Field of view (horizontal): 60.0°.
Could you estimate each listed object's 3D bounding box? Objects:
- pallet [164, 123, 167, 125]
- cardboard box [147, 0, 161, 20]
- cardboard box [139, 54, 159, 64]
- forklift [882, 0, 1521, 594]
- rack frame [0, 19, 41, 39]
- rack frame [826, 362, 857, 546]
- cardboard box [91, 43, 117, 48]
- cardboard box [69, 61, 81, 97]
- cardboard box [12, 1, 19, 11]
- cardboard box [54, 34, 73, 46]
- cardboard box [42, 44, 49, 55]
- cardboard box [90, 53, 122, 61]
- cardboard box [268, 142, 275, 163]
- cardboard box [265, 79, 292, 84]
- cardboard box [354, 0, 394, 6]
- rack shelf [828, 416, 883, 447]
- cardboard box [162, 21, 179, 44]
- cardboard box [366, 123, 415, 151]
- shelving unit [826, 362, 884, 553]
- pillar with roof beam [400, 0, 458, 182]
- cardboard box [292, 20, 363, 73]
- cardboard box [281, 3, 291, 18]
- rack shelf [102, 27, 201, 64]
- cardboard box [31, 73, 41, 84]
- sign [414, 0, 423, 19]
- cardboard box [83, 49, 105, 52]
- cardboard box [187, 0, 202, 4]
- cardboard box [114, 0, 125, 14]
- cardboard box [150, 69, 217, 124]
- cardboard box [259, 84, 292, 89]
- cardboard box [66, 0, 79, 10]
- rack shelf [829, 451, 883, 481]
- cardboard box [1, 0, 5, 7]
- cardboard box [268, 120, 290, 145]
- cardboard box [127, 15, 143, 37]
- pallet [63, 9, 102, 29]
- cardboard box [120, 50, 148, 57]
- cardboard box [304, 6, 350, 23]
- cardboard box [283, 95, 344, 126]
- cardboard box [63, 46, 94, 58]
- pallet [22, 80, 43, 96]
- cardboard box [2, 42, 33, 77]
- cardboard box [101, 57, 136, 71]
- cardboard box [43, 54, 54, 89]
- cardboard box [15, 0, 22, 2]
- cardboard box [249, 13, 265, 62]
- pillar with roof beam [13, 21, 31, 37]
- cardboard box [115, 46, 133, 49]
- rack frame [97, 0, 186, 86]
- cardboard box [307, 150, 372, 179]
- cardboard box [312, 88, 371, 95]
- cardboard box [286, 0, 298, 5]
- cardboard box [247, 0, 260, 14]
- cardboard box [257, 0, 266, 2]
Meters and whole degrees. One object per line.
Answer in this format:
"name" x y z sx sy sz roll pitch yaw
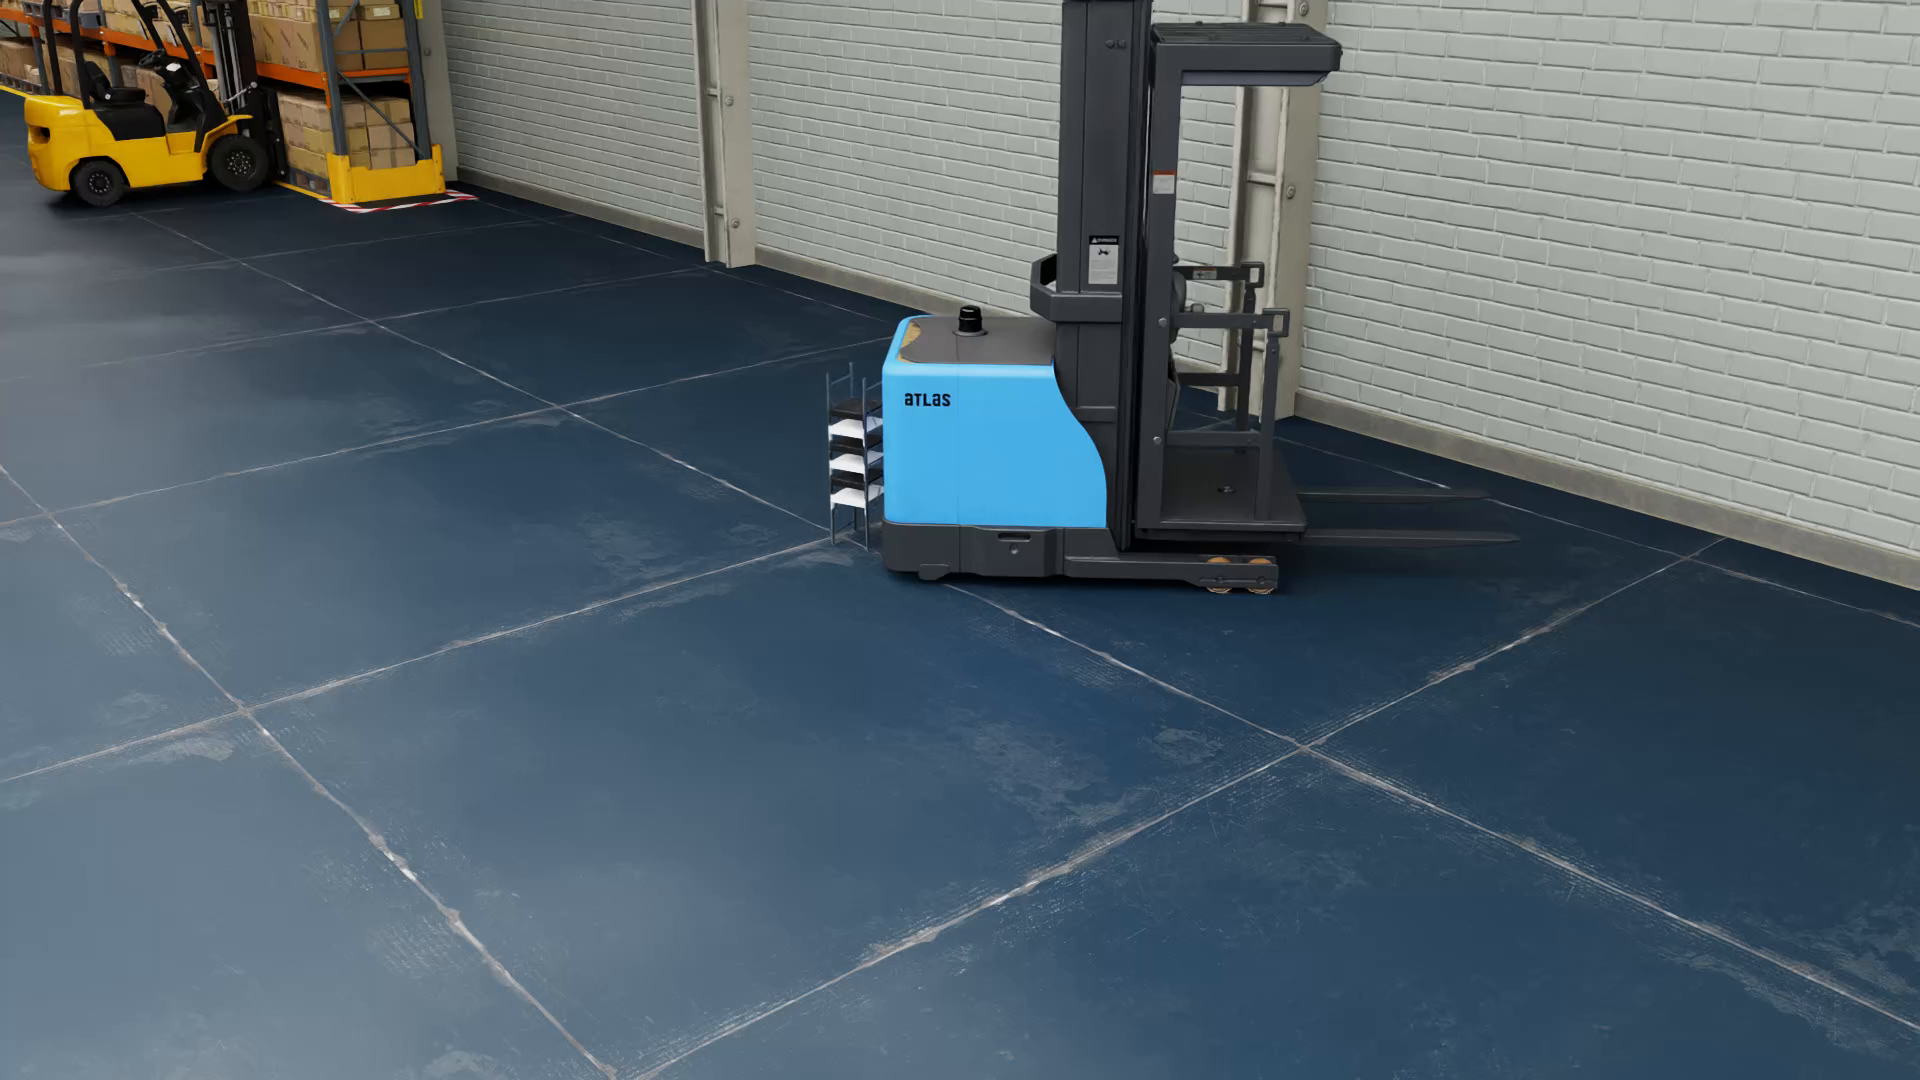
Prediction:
"pallet" -10.098 -5.459 22.131 1.003 0.211 1.213 -17 27 -37
"cardboard box" -9.972 -6.746 21.115 0.500 0.250 0.500 -17 27 -36
"cardboard box" -11.655 -6.962 24.109 0.380 0.149 0.250 -16 27 -36
"forklift" 1.164 -1.309 7.808 3.031 2.935 1.130 1 21 3
"rack frame" -16.620 -9.541 28.730 1.000 3.000 0.127 -17 27 -37
"rack frame" -0.591 -0.429 8.344 0.006 0.900 0.240 11 24 25
"cardboard box" -13.209 -7.600 25.737 0.380 0.149 0.250 -17 27 -37
"cardboard box" -12.852 -6.852 24.716 0.500 0.500 0.500 -19 28 -39
"cardboard box" -14.783 -8.480 26.365 0.380 0.149 0.250 -17 27 -36
"cardboard box" -13.770 -7.685 25.547 0.380 0.149 0.250 -19 28 -40
"cardboard box" -13.976 -7.607 25.755 0.380 0.149 0.250 -16 26 -35
"cardboard box" -12.390 -6.975 24.143 0.380 0.149 0.250 -16 27 -36
"cardboard box" -7.715 -4.508 19.076 0.500 0.250 0.500 -16 27 -36
"cardboard box" -7.977 -5.380 19.930 0.500 0.250 0.500 -18 28 -38
"cardboard box" -6.233 -5.751 17.620 0.380 0.149 0.250 -18 28 -38
"rack shelf" -0.501 -0.548 8.247 0.200 0.077 0.258 11 24 25
"cardboard box" -9.646 -6.370 20.841 0.500 0.250 0.500 -18 27 -38
"cardboard box" -6.325 -4.448 18.236 0.500 0.250 0.500 -17 27 -36
"shelving unit" -0.501 -0.412 8.300 0.210 0.900 0.258 11 24 25
"pillar with roof beam" -9.209 -7.296 14.772 9.100 9.000 0.400 -17 27 -37
"cardboard box" -6.696 -5.240 17.613 0.500 0.500 0.500 -18 28 -39
"cardboard box" -7.080 -5.719 17.946 0.380 0.149 0.250 -18 27 -38
"rack shelf" -10.092 -6.443 21.808 1.077 0.370 4.000 -17 27 -37
"cardboard box" -14.595 -7.388 26.567 0.380 0.149 0.250 -18 28 -39
"sign" -5.751 -5.691 17.605 0.100 0.325 0.005 -17 27 -37
"cardboard box" -12.878 -7.193 24.699 0.380 0.149 0.250 -17 27 -37
"cardboard box" -9.178 -6.616 20.235 0.380 0.149 0.250 -16 27 -36
"cardboard box" -10.967 -7.174 22.208 0.500 0.250 0.500 -16 27 -36
"cardboard box" -10.129 -5.880 22.065 0.875 0.625 0.625 -19 28 -40
"cardboard box" -8.049 -5.120 19.265 0.500 0.250 0.500 -16 27 -36
"cardboard box" -12.332 -7.671 23.585 0.500 0.250 0.500 -19 28 -40
"rack shelf" -0.501 -0.381 8.312 0.200 0.077 0.258 11 24 25
"cardboard box" -15.402 -8.777 27.125 0.380 0.149 0.250 -18 27 -38
"cardboard box" -7.403 -4.607 18.643 0.500 0.250 0.500 -18 28 -39
"cardboard box" -10.627 -6.799 21.936 0.500 0.250 0.500 -19 28 -39
"pallet" -11.893 -7.412 23.558 1.213 0.211 1.003 -17 27 -37
"cardboard box" -12.193 -7.170 24.639 0.380 0.149 0.250 -18 28 -39
"cardboard box" -6.614 -5.498 17.382 0.380 0.149 0.250 -17 27 -37
"cardboard box" -7.050 -4.694 18.178 0.500 0.250 0.500 -17 27 -36
"cardboard box" -13.372 -7.408 25.248 0.380 0.149 0.250 -18 28 -38
"pallet" -14.456 -7.327 26.902 1.003 0.211 1.213 -17 27 -37
"cardboard box" -15.495 -7.966 27.560 0.500 0.500 0.500 -17 27 -36
"cardboard box" -11.912 -6.740 23.543 0.380 0.149 0.250 -19 28 -40
"cardboard box" -13.864 -7.280 25.810 0.500 0.500 0.500 -16 26 -35
"cardboard box" -14.526 -8.587 26.093 0.500 0.250 0.500 -17 27 -36
"cardboard box" -7.699 -5.664 18.694 0.500 0.500 0.500 -17 27 -37
"pillar with roof beam" -20.958 -12.269 27.470 9.100 9.000 0.400 -17 27 -37
"cardboard box" -12.673 -7.389 25.198 0.380 0.149 0.250 -17 27 -37
"rack frame" -11.398 -7.331 23.087 1.000 3.000 0.127 -17 27 -37
"cardboard box" -6.722 -4.090 18.008 0.500 0.250 0.500 -17 27 -37
"cardboard box" -6.993 -4.957 18.850 0.500 0.250 0.500 -18 27 -38
"cardboard box" -6.945 -5.783 17.701 0.380 0.149 0.250 -17 27 -36
"cardboard box" -7.784 -5.991 18.642 0.380 0.149 0.250 -18 28 -38
"cardboard box" -7.478 -5.985 18.217 0.380 0.149 0.250 -17 27 -36
